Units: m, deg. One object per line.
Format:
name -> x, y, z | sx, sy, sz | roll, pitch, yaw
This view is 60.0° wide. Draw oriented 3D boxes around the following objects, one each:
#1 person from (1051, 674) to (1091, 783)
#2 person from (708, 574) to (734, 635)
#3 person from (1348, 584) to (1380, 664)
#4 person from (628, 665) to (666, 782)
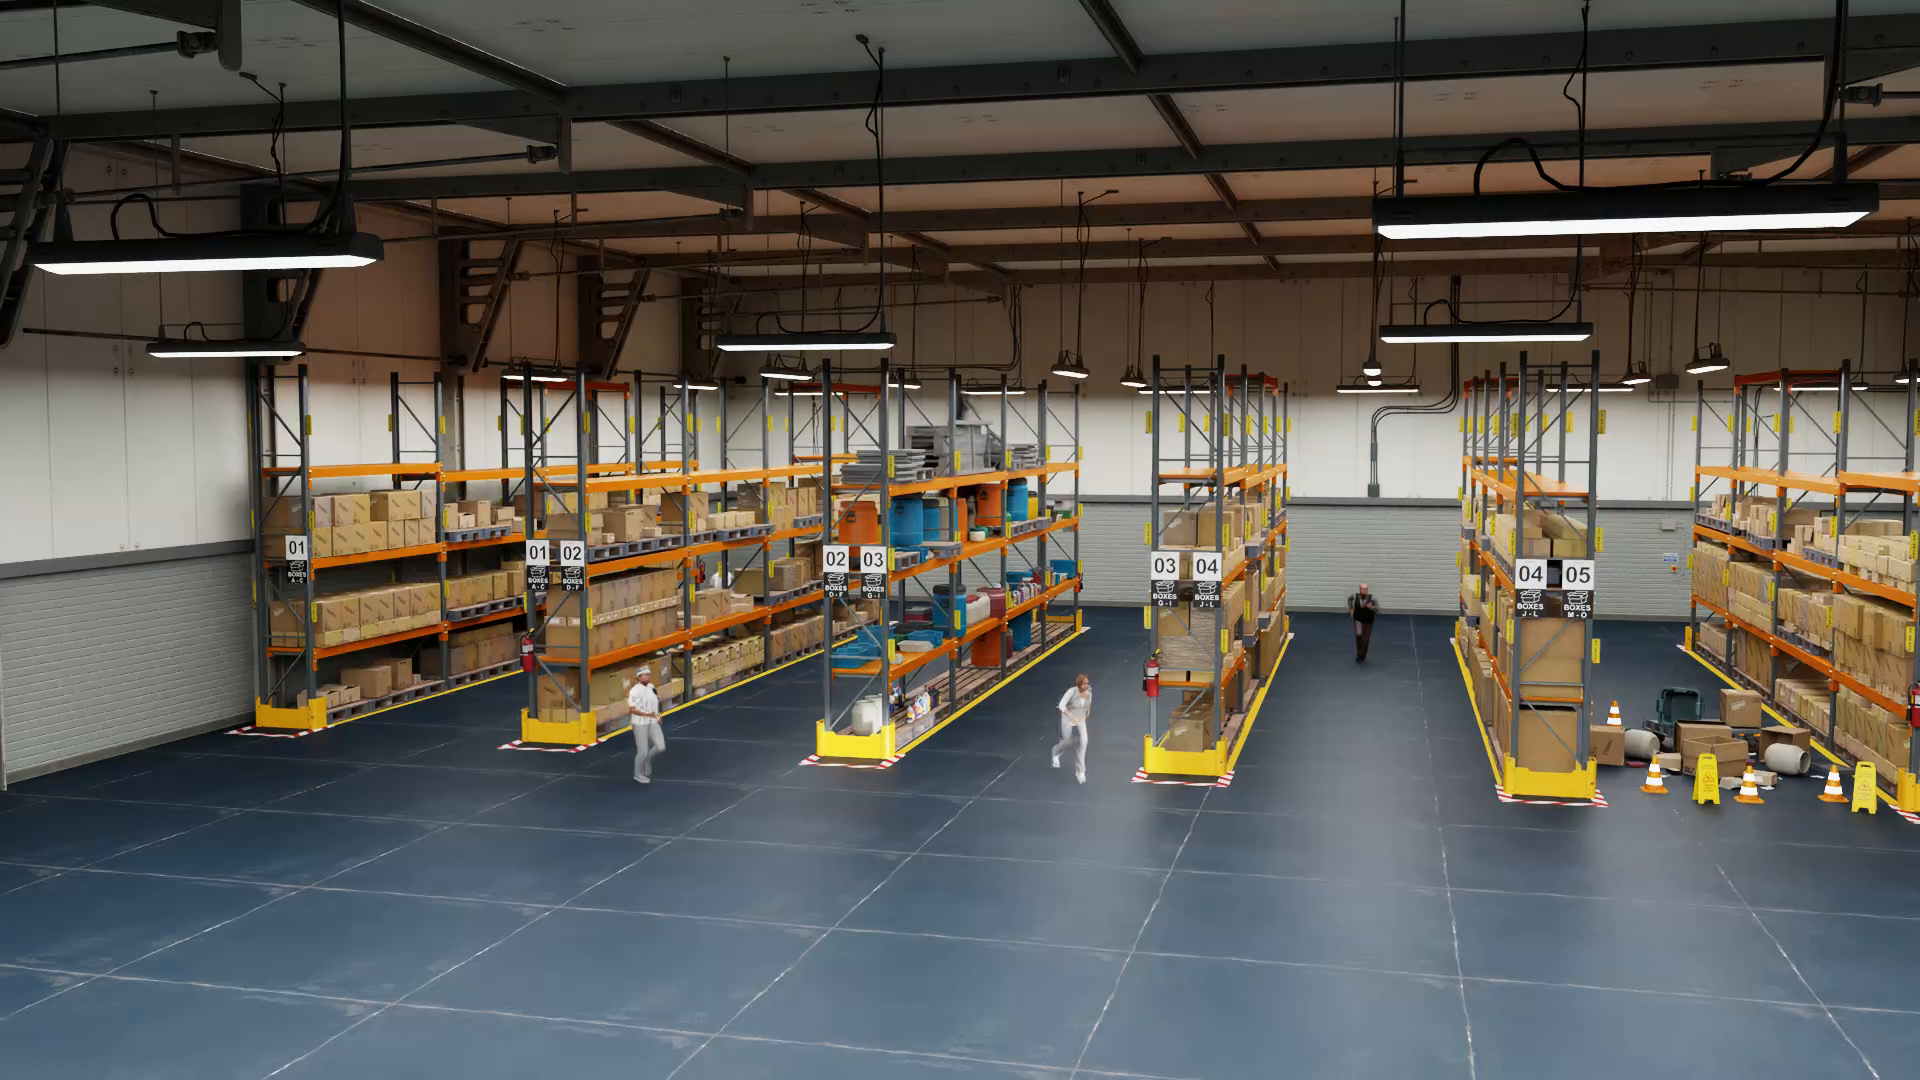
person -> 1.573, 2.629, 23.671 | 0.575, 1.546, 0.919 | -2, 5, -31
person -> -5.594, 1.419, 39.192 | 0.682, 1.775, 0.880 | 0, 4, -1
person -> 8.484, 1.747, 34.979 | 0.647, 1.691, 0.923 | 1, 4, 11
person -> -4.354, 2.568, 23.258 | 0.562, 1.661, 0.561 | 3, 5, 41
